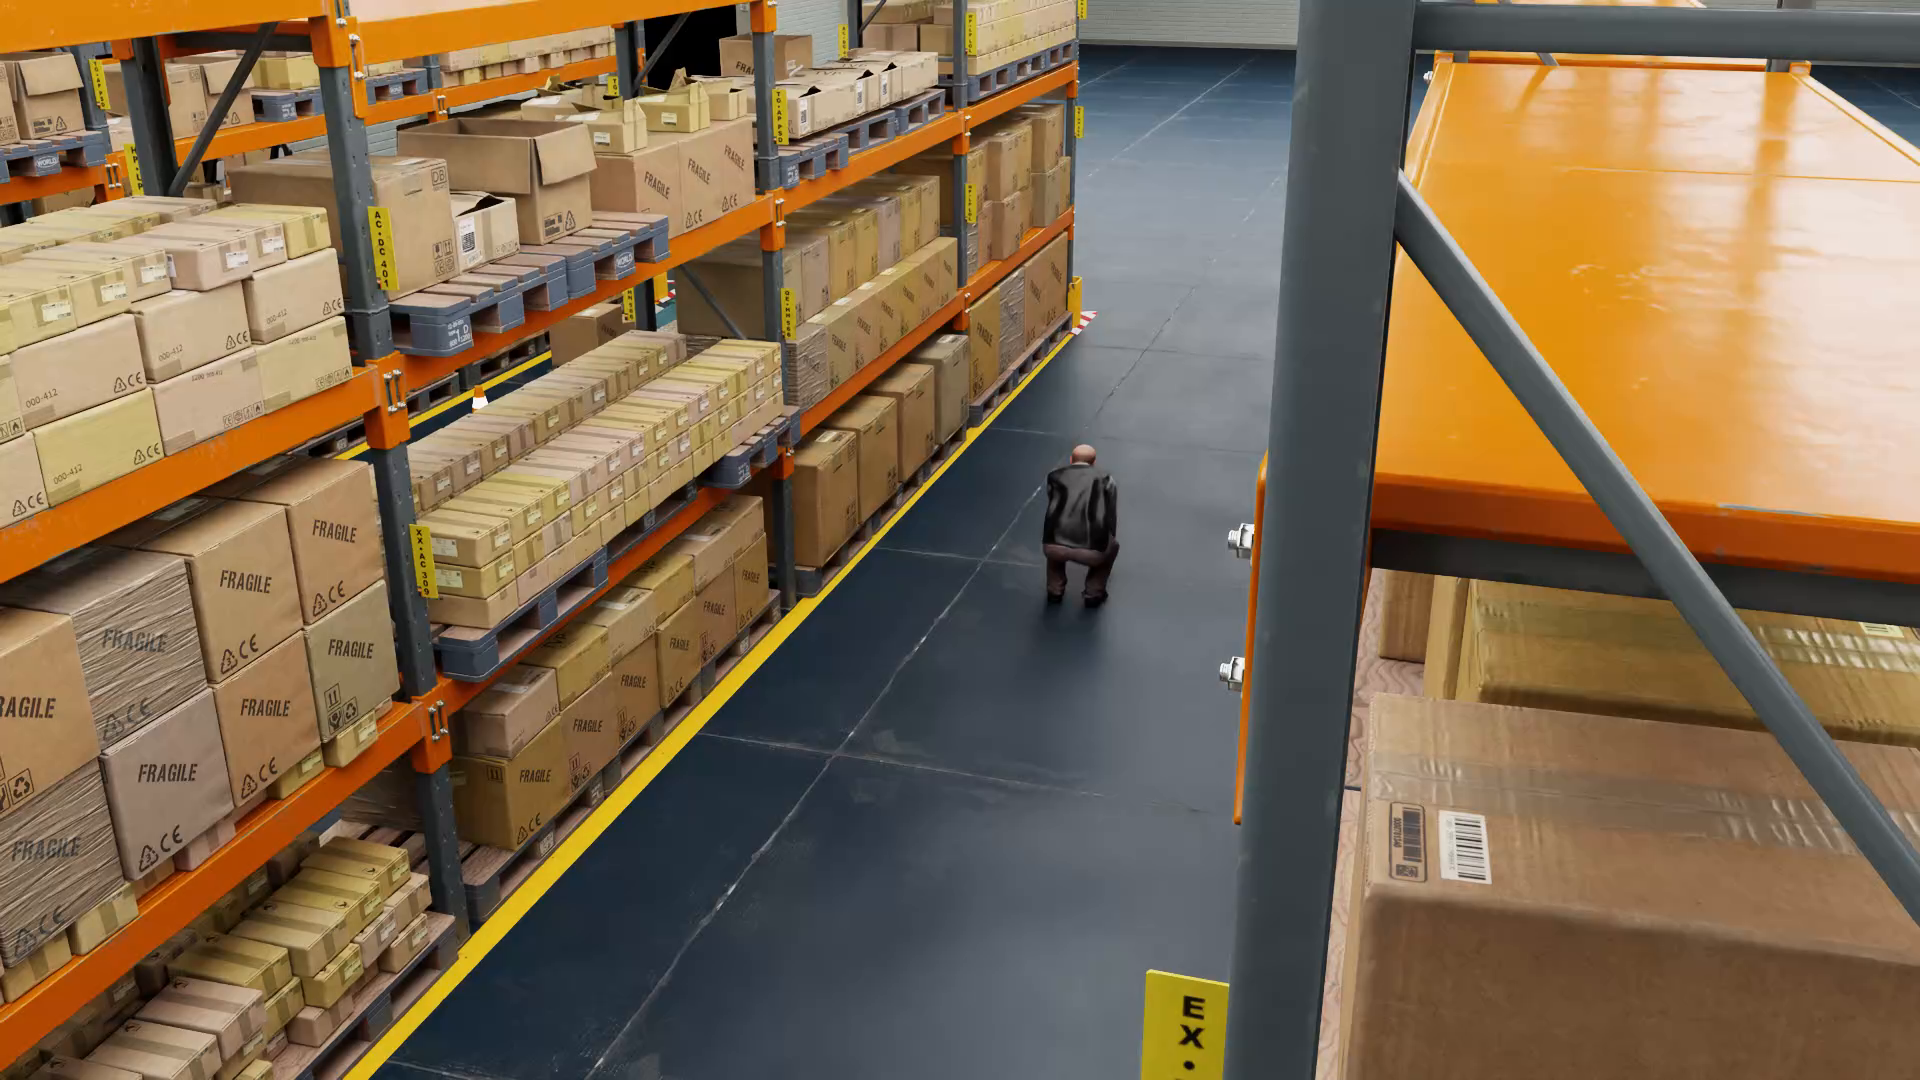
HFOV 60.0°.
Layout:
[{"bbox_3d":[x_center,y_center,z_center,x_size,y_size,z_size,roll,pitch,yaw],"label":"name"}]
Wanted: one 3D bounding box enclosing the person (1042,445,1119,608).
[{"bbox_3d":[0.823,-0.095,11.386,0.519,0.972,0.876,6,23,14],"label":"person"}]
